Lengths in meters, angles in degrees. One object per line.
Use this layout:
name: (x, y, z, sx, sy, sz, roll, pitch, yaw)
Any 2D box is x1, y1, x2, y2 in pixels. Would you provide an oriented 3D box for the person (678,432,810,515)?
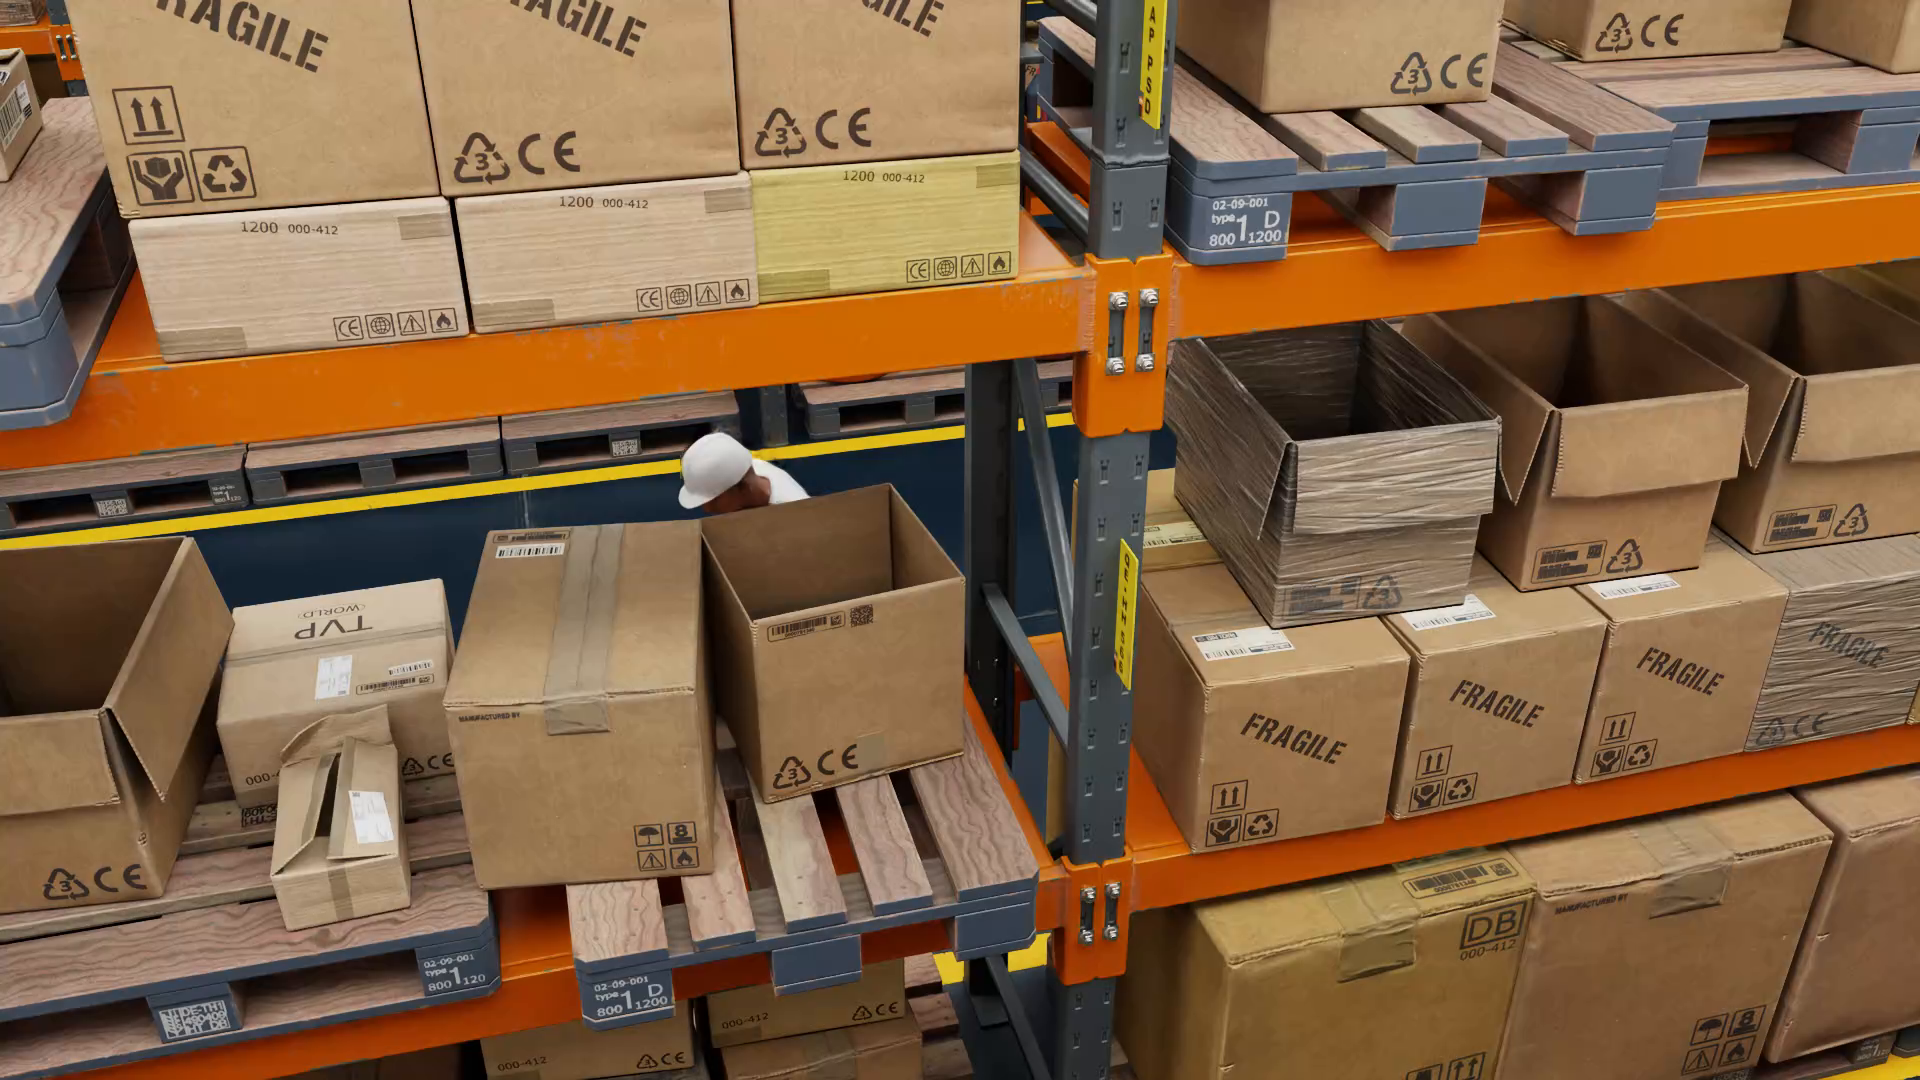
person: (-0.619, 0.349, 5.647, 0.584, 1.644, 0.594, -14, 33, -22)
